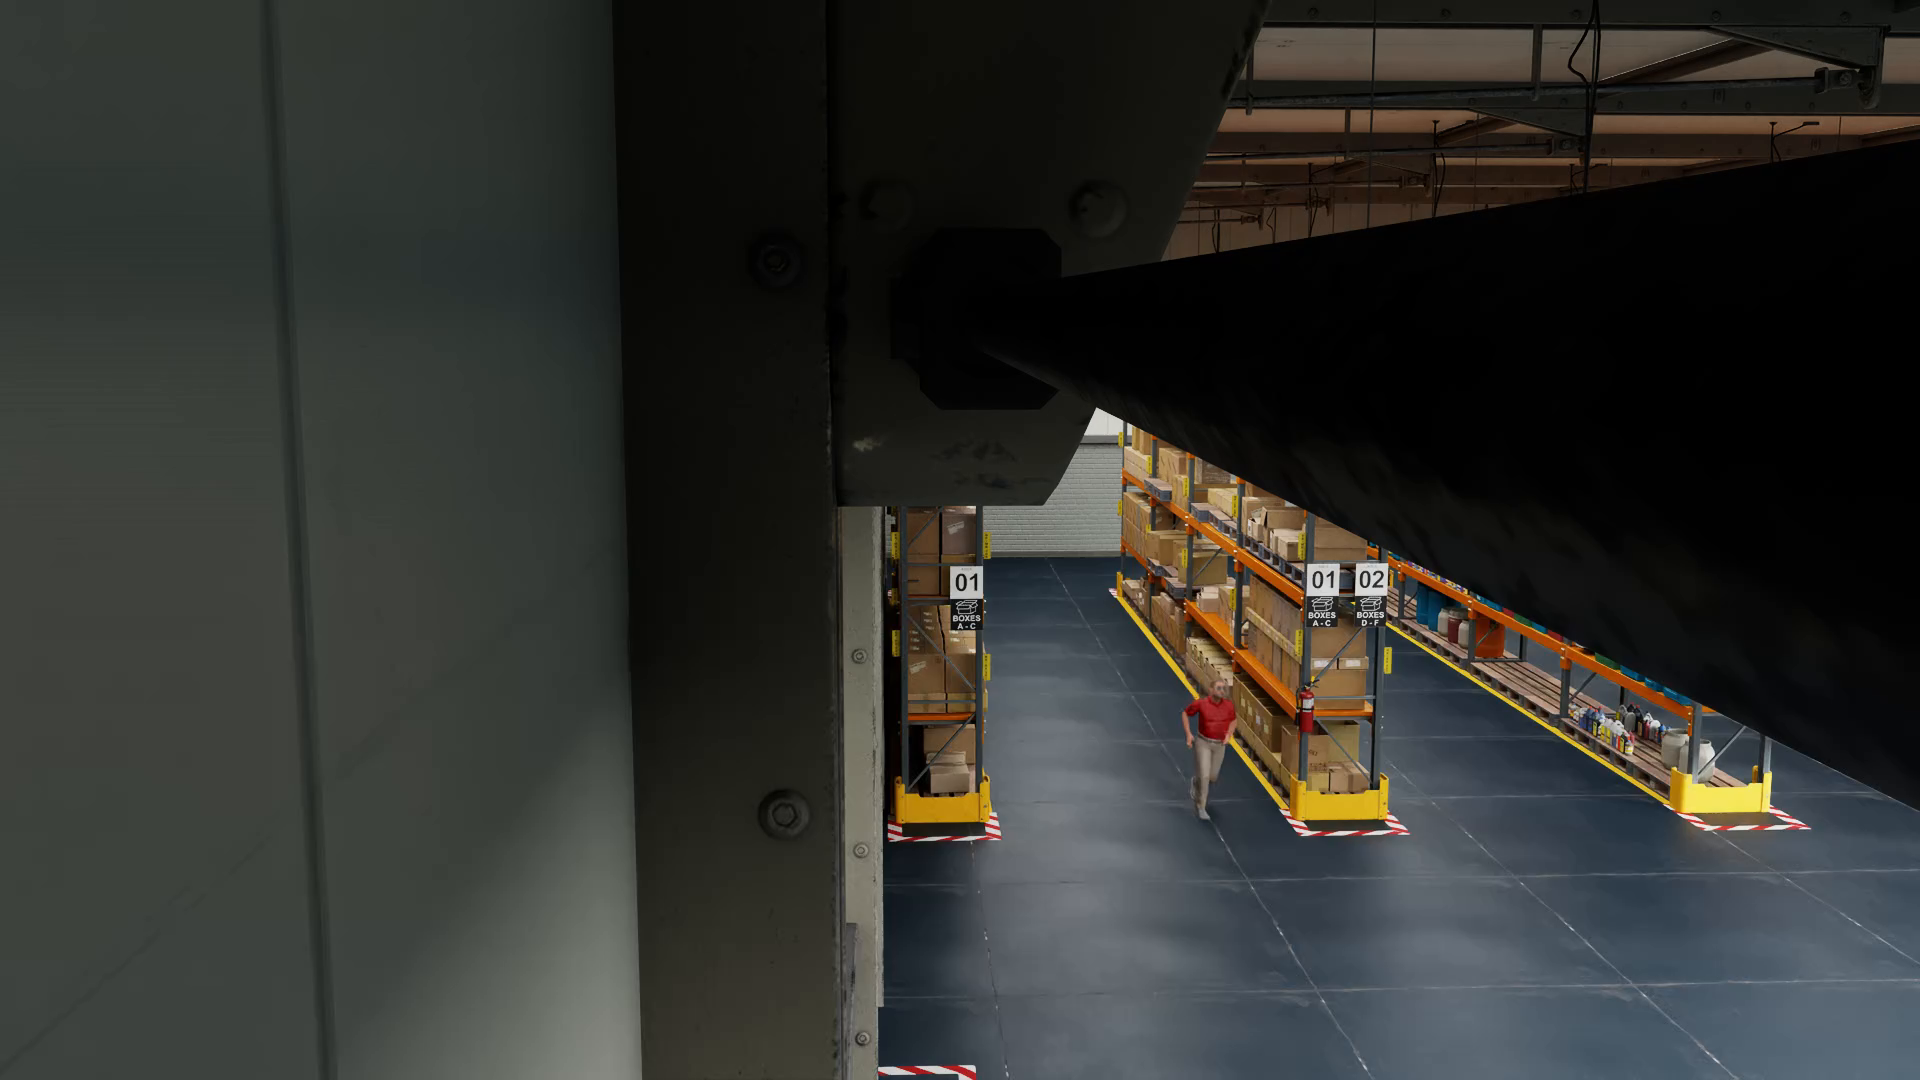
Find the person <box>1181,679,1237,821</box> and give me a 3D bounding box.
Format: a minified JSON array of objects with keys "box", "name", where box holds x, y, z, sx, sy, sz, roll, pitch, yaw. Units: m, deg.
[{"box":[3.145,2.596,20.890,0.704,1.725,0.779,-2,8,-12],"name":"person"}]
